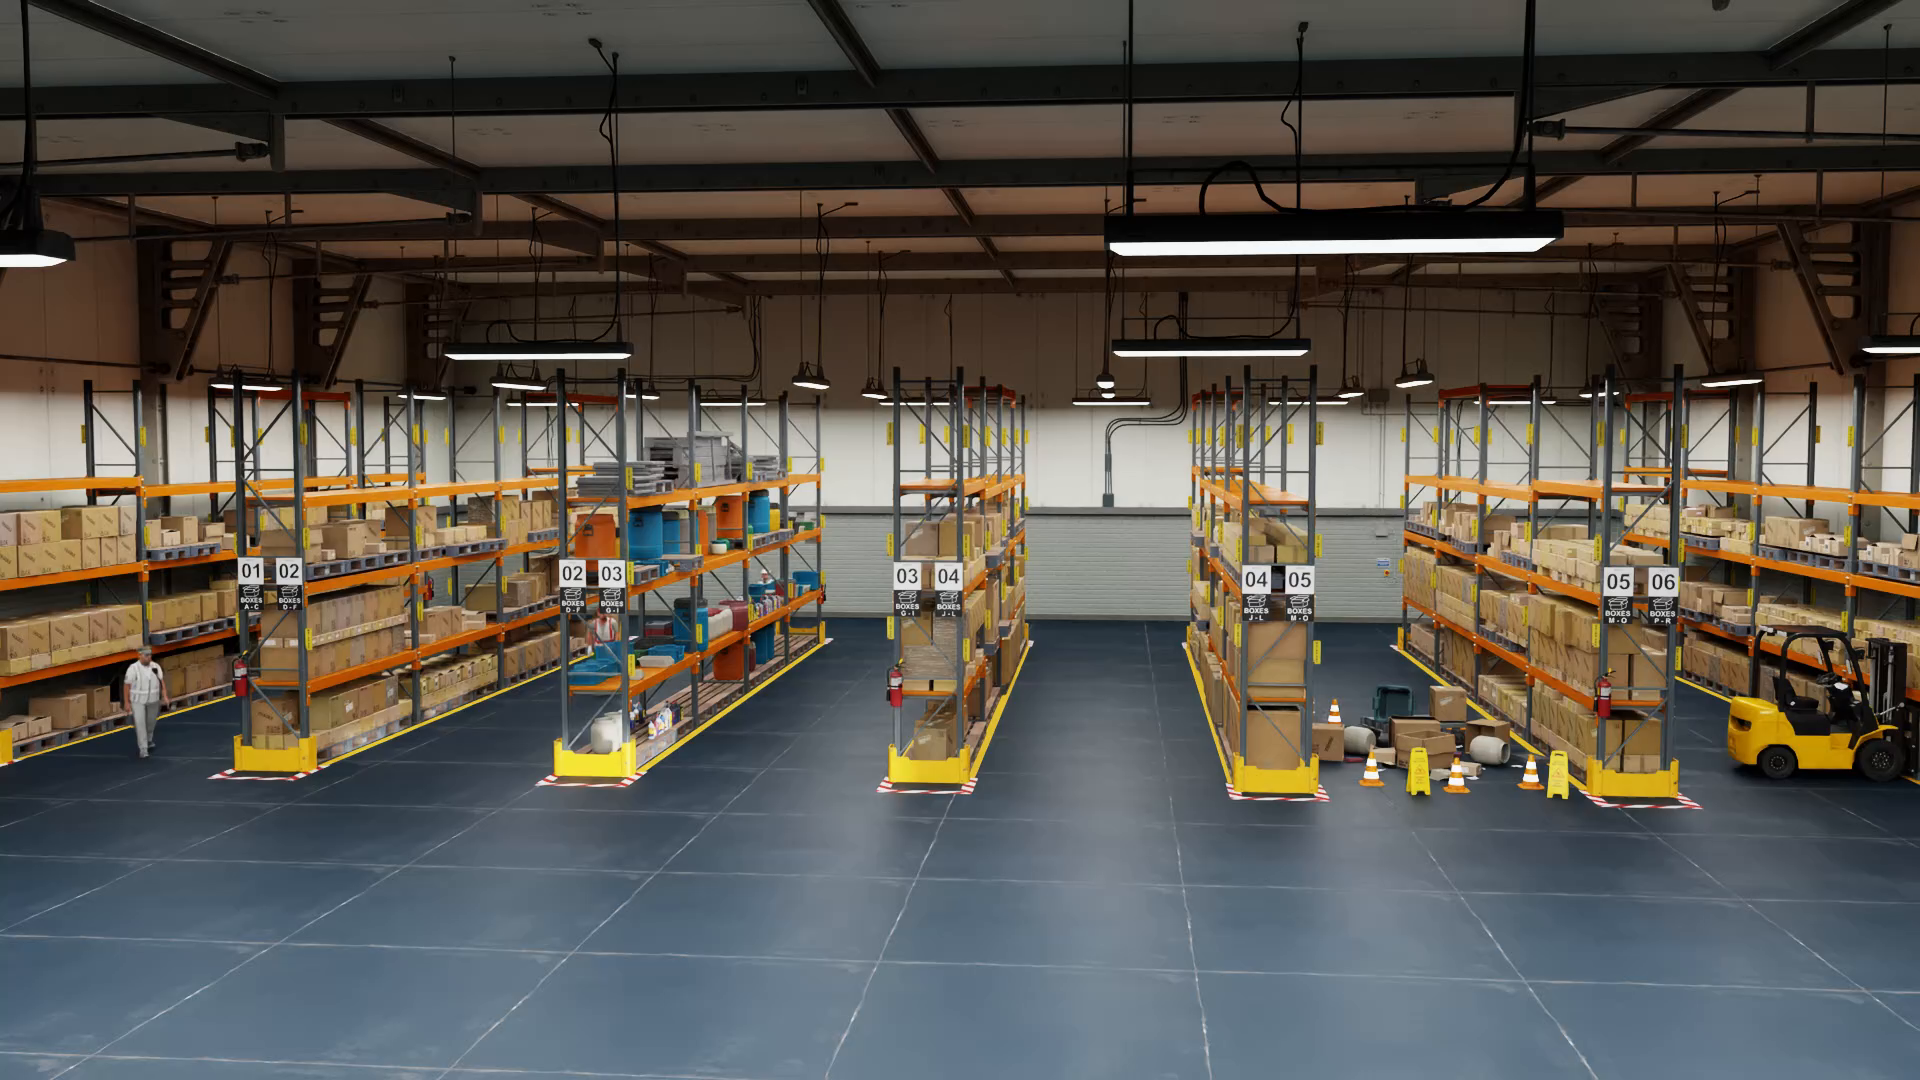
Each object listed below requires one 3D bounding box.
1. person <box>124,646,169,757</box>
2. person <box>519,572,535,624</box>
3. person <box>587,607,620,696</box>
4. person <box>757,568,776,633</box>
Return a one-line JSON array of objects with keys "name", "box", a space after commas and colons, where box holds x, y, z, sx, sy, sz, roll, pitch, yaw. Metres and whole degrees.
[{"name": "person", "box": [-12.797, 2.496, 26.144, 0.622, 1.685, 1.116, -3, 4, -36]}, {"name": "person", "box": [-11.596, 1.350, 44.638, 0.588, 1.742, 0.982, -3, 5, -44]}, {"name": "person", "box": [-6.928, 2.122, 32.313, 0.624, 1.764, 0.699, -1, 4, -10]}, {"name": "person", "box": [-4.856, 1.548, 41.544, 0.518, 1.719, 1.100, 3, 5, 38]}]
